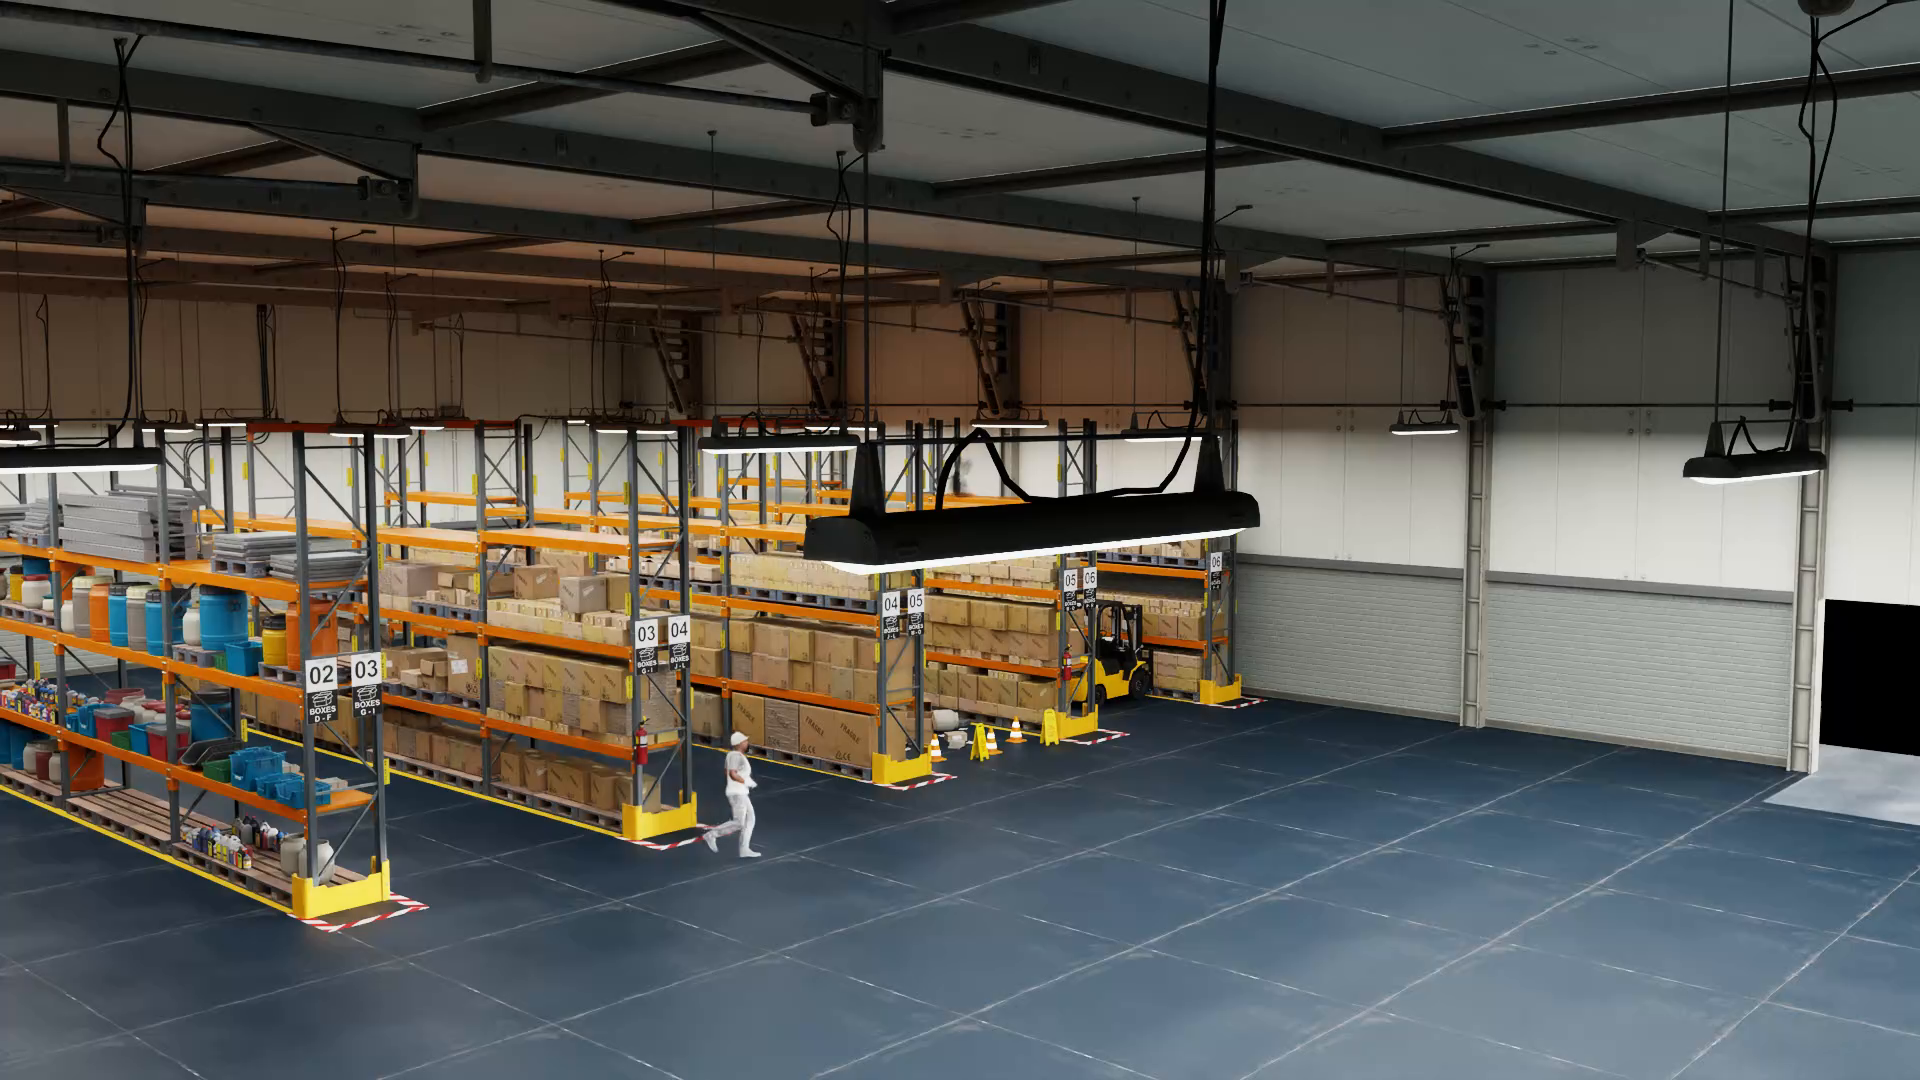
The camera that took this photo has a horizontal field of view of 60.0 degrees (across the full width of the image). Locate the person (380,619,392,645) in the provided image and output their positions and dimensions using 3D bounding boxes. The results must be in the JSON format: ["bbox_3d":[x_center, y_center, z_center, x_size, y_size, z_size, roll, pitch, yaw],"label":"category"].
[{"bbox_3d":[-12.782,2.540,36.515,0.587,1.681,0.774,-4,6,-39],"label":"person"}]

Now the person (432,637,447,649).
[{"bbox_3d":[-12.818,2.228,40.761,0.541,1.551,0.517,4,6,39],"label":"person"}]

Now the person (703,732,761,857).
[{"bbox_3d":[-3.212,3.575,23.424,0.804,1.707,0.715,-1,5,-7],"label":"person"}]
